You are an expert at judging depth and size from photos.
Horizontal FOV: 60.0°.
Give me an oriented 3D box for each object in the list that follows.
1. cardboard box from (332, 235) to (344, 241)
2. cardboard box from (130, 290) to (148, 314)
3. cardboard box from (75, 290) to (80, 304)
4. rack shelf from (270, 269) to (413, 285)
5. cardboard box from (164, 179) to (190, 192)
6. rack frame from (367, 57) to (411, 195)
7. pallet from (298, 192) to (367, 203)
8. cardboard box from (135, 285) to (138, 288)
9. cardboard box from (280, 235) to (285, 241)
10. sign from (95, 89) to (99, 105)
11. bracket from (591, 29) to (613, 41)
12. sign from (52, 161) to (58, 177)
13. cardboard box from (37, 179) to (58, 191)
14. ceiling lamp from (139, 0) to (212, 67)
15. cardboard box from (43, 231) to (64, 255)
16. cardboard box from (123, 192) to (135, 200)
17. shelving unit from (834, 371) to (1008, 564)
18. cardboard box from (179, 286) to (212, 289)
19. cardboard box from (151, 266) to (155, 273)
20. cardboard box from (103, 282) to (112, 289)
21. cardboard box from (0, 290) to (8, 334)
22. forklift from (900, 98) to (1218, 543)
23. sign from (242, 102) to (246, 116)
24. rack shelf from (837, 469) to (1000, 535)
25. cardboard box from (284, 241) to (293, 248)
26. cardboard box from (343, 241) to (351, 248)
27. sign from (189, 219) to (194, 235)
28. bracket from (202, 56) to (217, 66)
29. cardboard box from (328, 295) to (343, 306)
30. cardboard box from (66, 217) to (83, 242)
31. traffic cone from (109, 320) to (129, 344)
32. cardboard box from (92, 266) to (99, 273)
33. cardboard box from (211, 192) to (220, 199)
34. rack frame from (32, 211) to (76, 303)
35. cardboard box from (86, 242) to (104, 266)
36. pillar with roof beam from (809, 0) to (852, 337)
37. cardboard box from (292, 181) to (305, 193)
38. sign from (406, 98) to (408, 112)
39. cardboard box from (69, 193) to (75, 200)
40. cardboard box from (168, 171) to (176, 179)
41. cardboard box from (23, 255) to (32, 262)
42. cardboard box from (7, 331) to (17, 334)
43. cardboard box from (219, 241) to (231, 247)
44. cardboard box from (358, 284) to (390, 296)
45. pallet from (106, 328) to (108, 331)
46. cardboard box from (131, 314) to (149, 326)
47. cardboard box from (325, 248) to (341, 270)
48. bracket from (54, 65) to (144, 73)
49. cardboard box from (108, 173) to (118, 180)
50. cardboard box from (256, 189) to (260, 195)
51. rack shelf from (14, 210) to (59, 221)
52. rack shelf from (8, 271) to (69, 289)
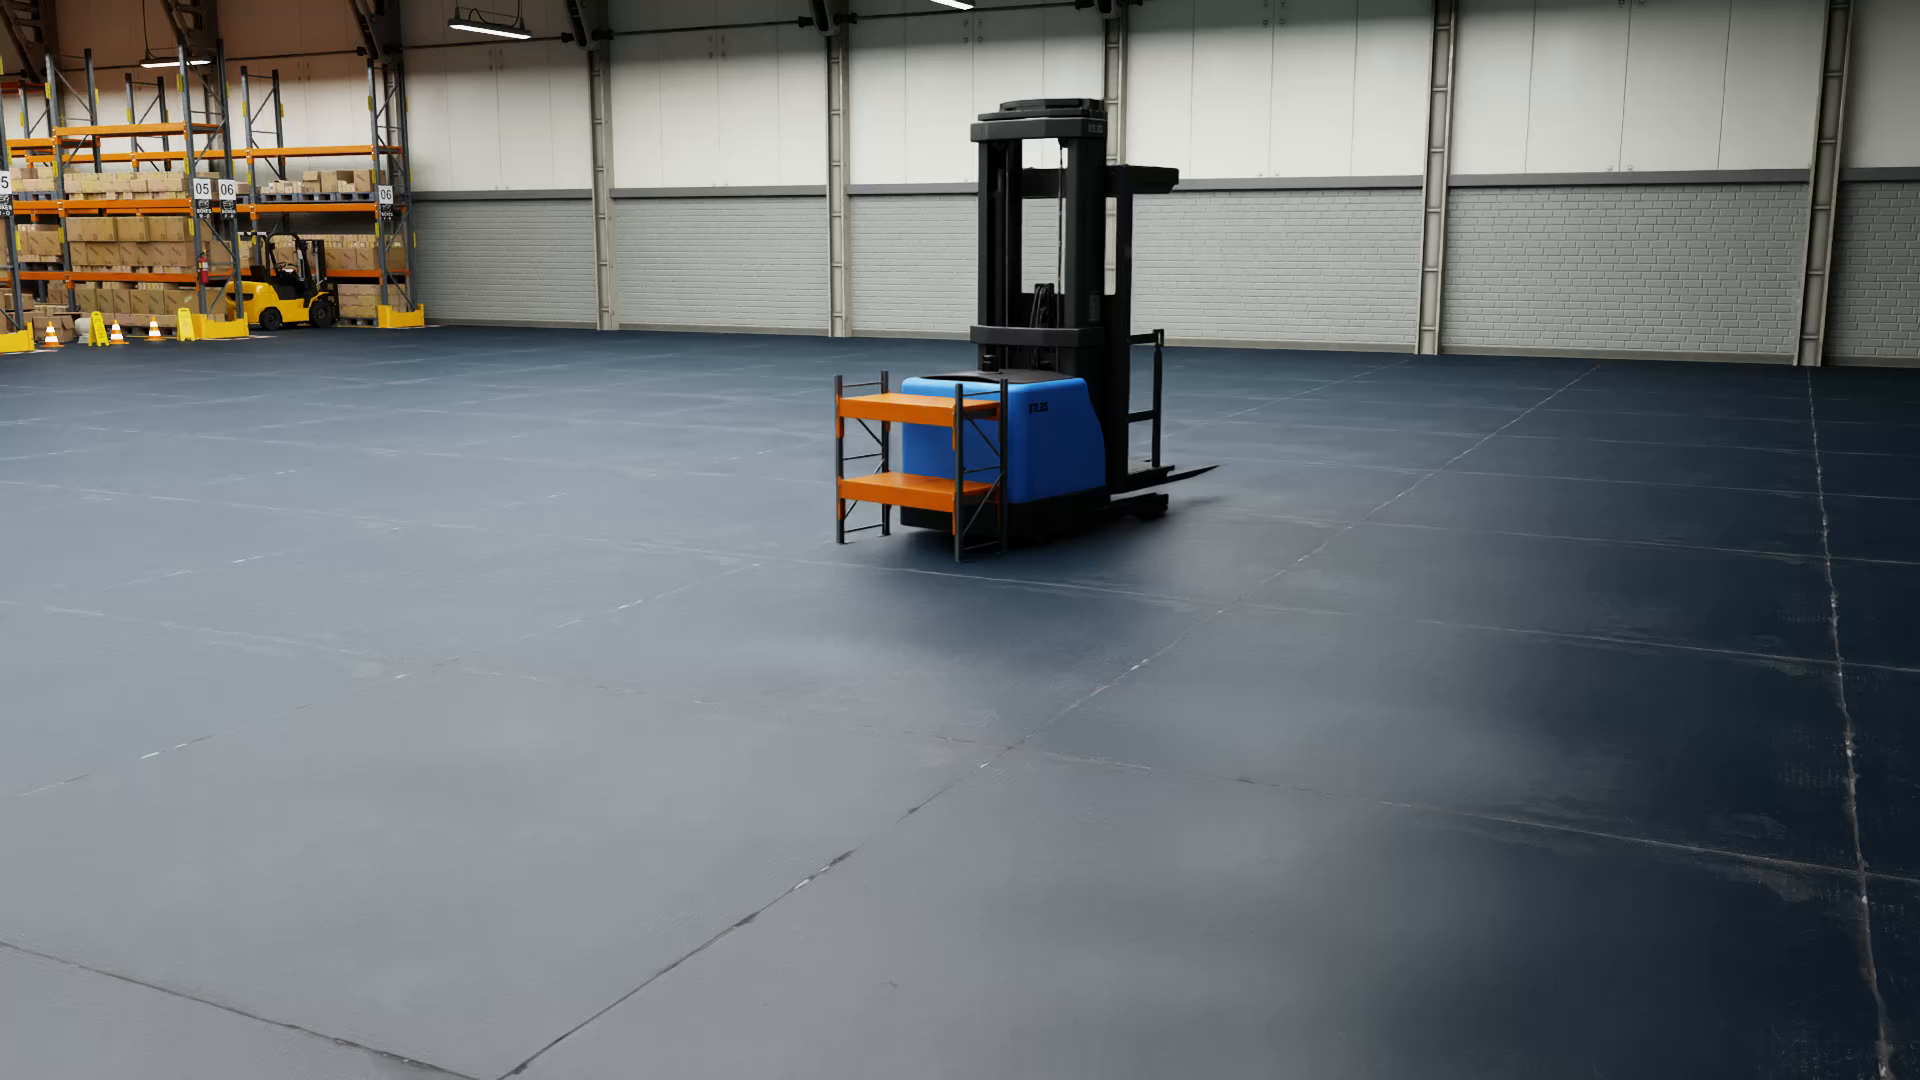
[{"bbox_3d":[-14.395,-7.033,38.728,0.250,0.149,0.380,5,12,27],"label":"cardboard box"},{"bbox_3d":[-16.972,-4.991,34.819,0.500,0.500,0.500,5,11,24],"label":"cardboard box"},{"bbox_3d":[-22.526,-6.226,43.048,0.500,0.500,0.500,5,11,24],"label":"cardboard box"},{"bbox_3d":[-14.820,-6.262,39.426,4.000,0.370,1.077,5,11,26],"label":"rack shelf"},{"bbox_3d":[-15.797,-7.211,33.814,0.500,0.250,0.500,5,11,25],"label":"cardboard box"},{"bbox_3d":[-13.026,-9.410,37.957,0.127,3.000,1.000,5,11,26],"label":"rack frame"},{"bbox_3d":[-14.747,-8.046,39.093,1.213,0.211,1.003,5,11,26],"label":"pallet"},{"bbox_3d":[-20.755,-6.383,42.094,0.250,0.149,0.380,4,11,23],"label":"cardboard box"},{"bbox_3d":[-15.952,-7.191,39.602,0.250,0.149,0.380,5,11,25],"label":"cardboard box"},{"bbox_3d":[-18.550,-9.516,35.698,0.005,0.325,0.100,5,11,26],"label":"sign"},{"bbox_3d":[-7.656,-10.818,35.629,0.430,0.232,0.235,5,11,26],"label":"bracket"},{"bbox_3d":[-19.049,-7.816,35.012,0.005,0.325,0.100,5,11,26],"label":"sign"},{"bbox_3d":[-19.394,-7.612,35.687,0.500,0.250,0.500,5,11,25],"label":"cardboard box"},{"bbox_3d":[-17.462,-12.236,37.179,2.000,3.185,0.800,5,11,26],"label":"ceiling lamp"},{"bbox_3d":[-19.322,-6.382,35.777,0.500,0.500,0.500,5,11,25],"label":"cardboard box"},{"bbox_3d":[-17.060,-7.115,34.403,0.250,0.149,0.380,5,11,25],"label":"cardboard box"},{"bbox_3d":[-0.257,-0.499,10.827,1.048,1.125,0.538,8,13,38],"label":"shelving unit"},{"bbox_3d":[-19.058,-6.025,41.588,0.625,0.625,0.875,5,12,28],"label":"cardboard box"},{"bbox_3d":[-16.558,-5.621,34.570,0.250,0.149,0.380,5,11,27],"label":"cardboard box"},{"bbox_3d":[-17.849,-5.373,35.110,0.250,0.149,0.380,6,12,28],"label":"cardboard box"},{"bbox_3d":[-17.956,-4.071,30.086,0.875,0.875,0.875,5,11,26],"label":"cardboard box"},{"bbox_3d":[0.879,-1.638,12.049,1.130,2.935,3.031,8,13,36],"label":"forklift"},{"bbox_3d":[-16.843,-10.136,39.125,0.005,0.325,0.100,5,11,26],"label":"sign"},{"bbox_3d":[-0.257,-0.258,10.871,1.000,0.278,0.538,8,13,38],"label":"rack shelf"},{"bbox_3d":[-15.777,-7.007,39.422,0.250,0.149,0.380,5,12,27],"label":"cardboard box"},{"bbox_3d":[-14.126,-6.876,38.698,0.250,0.149,0.380,5,11,25],"label":"cardboard box"},{"bbox_3d":[-15.483,-6.303,33.497,0.005,0.325,0.100,5,11,26],"label":"sign"},{"bbox_3d":[-18.417,-11.764,40.854,0.430,0.232,0.235,5,11,26],"label":"bracket"},{"bbox_3d":[-14.518,-5.625,39.025,0.500,0.250,0.500,5,11,25],"label":"cardboard box"},{"bbox_3d":[-18.508,-6.599,35.344,0.500,0.500,0.700,5,11,25],"label":"cardboard box"},{"bbox_3d":[-16.362,-4.041,32.257,0.334,0.463,0.336,5,11,26],"label":"traffic cone"},{"bbox_3d":[-18.165,-5.753,35.300,0.250,0.149,0.380,5,11,26],"label":"cardboard box"},{"bbox_3d":[-15.373,-7.096,34.296,0.250,0.149,0.380,5,11,26],"label":"cardboard box"},{"bbox_3d":[-23.788,-7.404,43.716,0.127,3.000,1.000,5,11,26],"label":"rack frame"},{"bbox_3d":[-18.075,-6.061,35.180,0.500,0.500,0.500,5,11,26],"label":"cardboard box"},{"bbox_3d":[-4.395,-7.976,30.032,0.548,9.000,9.100,5,11,26],"label":"pillar with roof beam"},{"bbox_3d":[-15.417,-8.274,39.017,0.258,0.266,0.396,5,11,24],"label":"cardboard box"},{"bbox_3d":[-12.775,-10.036,38.347,0.005,0.325,0.100,5,11,26],"label":"sign"},{"bbox_3d":[-18.633,-7.268,35.251,0.250,0.149,0.380,5,11,25],"label":"cardboard box"},{"bbox_3d":[-15.867,-7.416,33.827,0.250,0.149,0.380,5,12,27],"label":"cardboard box"},{"bbox_3d":[-20.096,-6.118,36.135,0.250,0.149,0.380,5,11,26],"label":"cardboard box"},{"bbox_3d":[-18.550,-3.995,32.559,0.258,0.266,0.396,7,13,36],"label":"cardboard box"},{"bbox_3d":[-17.748,-7.178,40.366,0.250,0.149,0.380,5,11,24],"label":"cardboard box"},{"bbox_3d":[-13.577,-5.790,38.535,0.500,0.250,0.500,5,12,28],"label":"cardboard box"},{"bbox_3d":[-19.505,-4.669,36.437,1.213,0.211,1.003,5,11,26],"label":"pallet"},{"bbox_3d":[-16.996,-4.622,34.887,0.500,0.250,0.500,5,11,24],"label":"cardboard box"},{"bbox_3d":[-14.505,-6.587,38.922,0.500,0.500,0.500,5,11,25],"label":"cardboard box"},{"bbox_3d":[-21.472,-12.032,42.337,4.783,0.066,0.076,5,11,26],"label":"bracket"},{"bbox_3d":[-17.476,-7.554,34.592,0.250,0.149,0.380,5,11,25],"label":"cardboard box"},{"bbox_3d":[-17.288,-8.480,40.485,0.250,0.149,0.380,5,11,26],"label":"cardboard box"},{"bbox_3d":[-25.581,-8.683,44.384,4.000,0.370,1.077,5,11,26],"label":"rack shelf"},{"bbox_3d":[-20.600,-5.784,36.786,4.000,0.370,1.077,5,11,26],"label":"rack shelf"}]
